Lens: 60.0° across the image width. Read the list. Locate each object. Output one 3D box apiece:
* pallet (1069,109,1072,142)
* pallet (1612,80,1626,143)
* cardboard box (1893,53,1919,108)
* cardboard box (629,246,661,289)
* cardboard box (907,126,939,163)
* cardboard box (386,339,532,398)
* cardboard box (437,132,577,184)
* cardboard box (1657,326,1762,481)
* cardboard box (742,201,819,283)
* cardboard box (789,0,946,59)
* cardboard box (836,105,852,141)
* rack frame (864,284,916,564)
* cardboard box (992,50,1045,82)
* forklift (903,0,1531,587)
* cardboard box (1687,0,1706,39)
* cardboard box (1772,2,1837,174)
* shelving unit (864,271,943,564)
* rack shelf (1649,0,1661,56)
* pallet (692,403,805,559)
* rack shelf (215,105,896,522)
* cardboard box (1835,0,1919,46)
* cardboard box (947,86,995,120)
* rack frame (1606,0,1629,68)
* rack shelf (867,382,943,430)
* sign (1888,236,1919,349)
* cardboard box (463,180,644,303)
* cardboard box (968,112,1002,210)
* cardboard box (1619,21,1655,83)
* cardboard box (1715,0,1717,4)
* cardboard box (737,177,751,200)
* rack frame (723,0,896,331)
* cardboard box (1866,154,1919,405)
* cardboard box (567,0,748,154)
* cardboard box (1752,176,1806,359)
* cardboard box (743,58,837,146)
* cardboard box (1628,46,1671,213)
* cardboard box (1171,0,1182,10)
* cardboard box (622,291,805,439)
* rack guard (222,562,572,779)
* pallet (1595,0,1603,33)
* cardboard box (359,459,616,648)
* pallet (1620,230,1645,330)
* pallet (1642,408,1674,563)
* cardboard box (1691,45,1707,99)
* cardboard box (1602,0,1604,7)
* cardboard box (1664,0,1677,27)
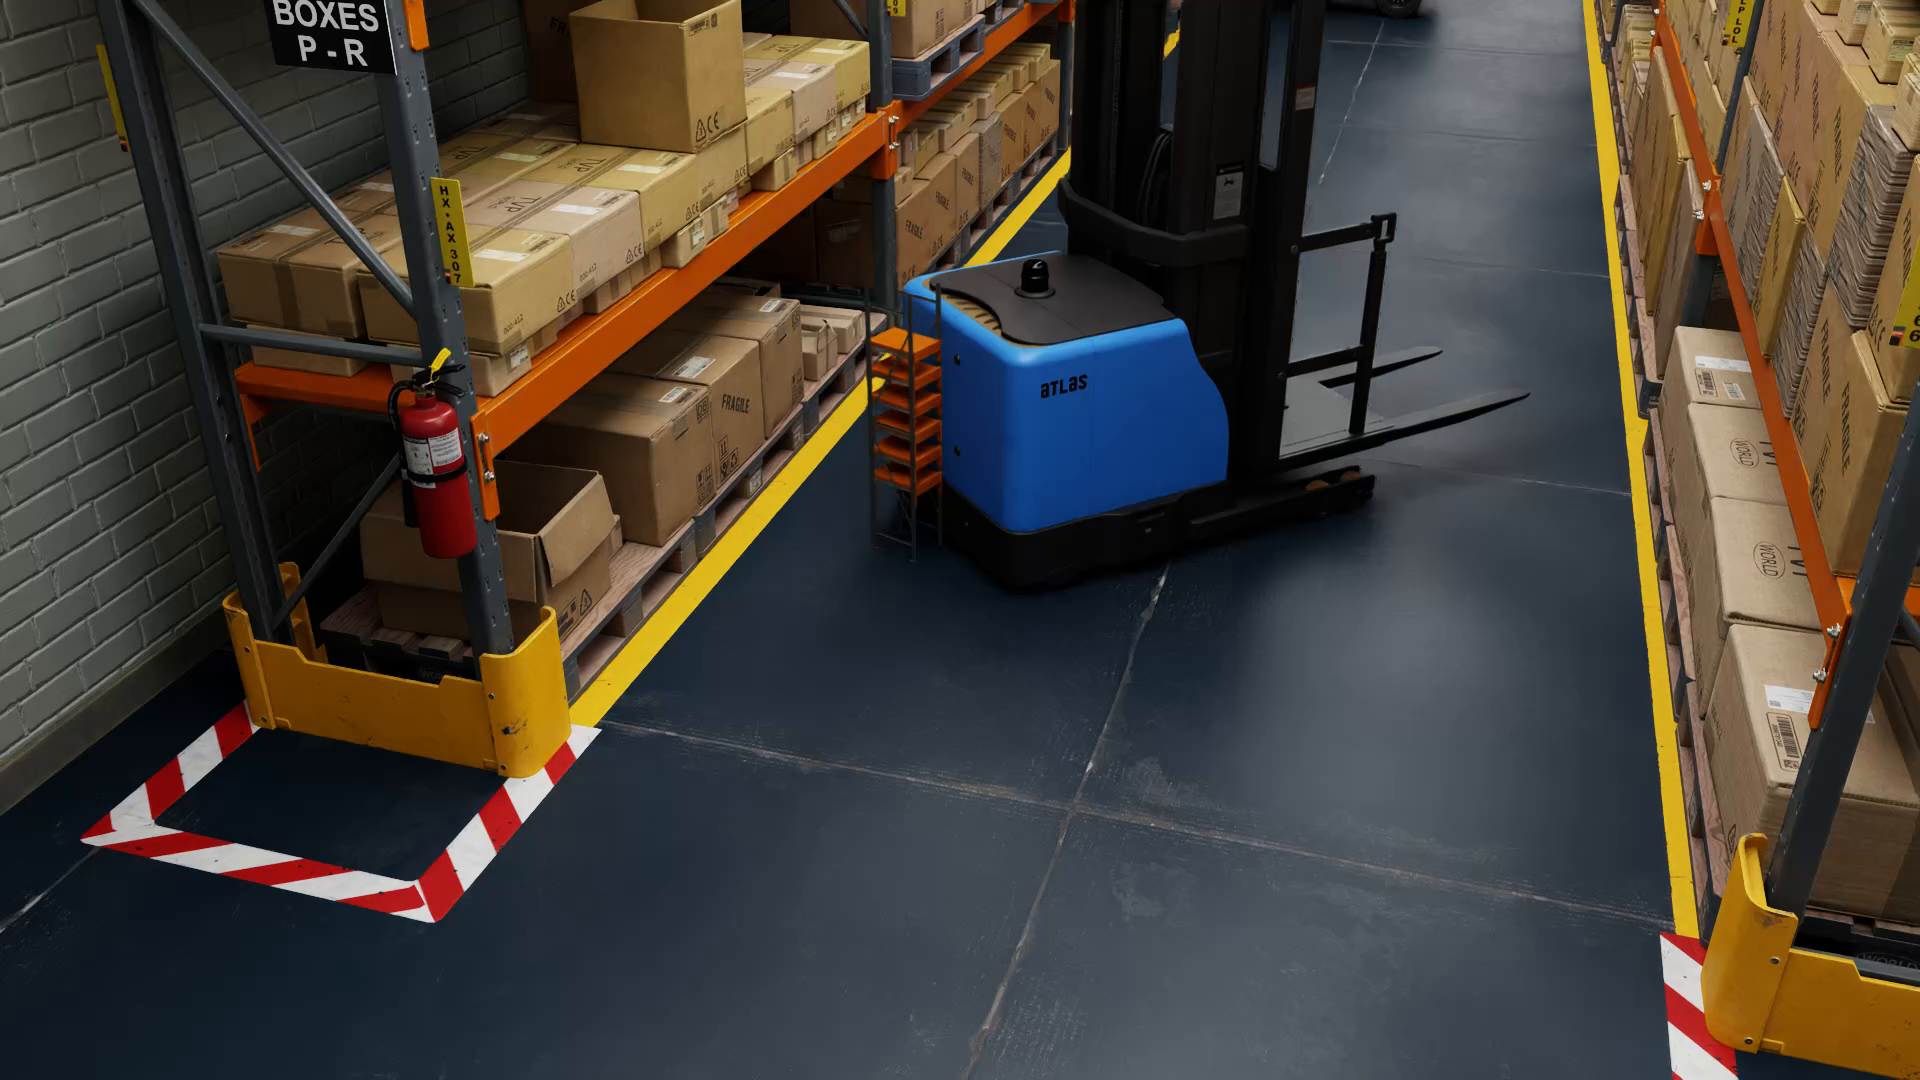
[{"bbox_3d":[0.611,-3.480,13.288,1.003,0.211,1.213,8,30,15],"label":"pallet"},{"bbox_3d":[5.669,-3.324,13.008,1.003,0.211,1.213,8,30,15],"label":"pallet"},{"bbox_3d":[2.804,-1.221,4.560,0.380,0.149,0.250,9,30,16],"label":"cardboard box"},{"bbox_3d":[-1.378,-1.092,6.386,0.380,0.149,0.250,9,30,16],"label":"cardboard box"},{"bbox_3d":[-0.343,-2.356,9.871,0.380,0.149,0.250,8,30,14],"label":"cardboard box"},{"bbox_3d":[-1.658,-0.607,5.514,0.380,0.149,0.250,8,30,14],"label":"cardboard box"},{"bbox_3d":[-1.833,-1.388,6.508,0.500,0.250,0.500,9,30,16],"label":"cardboard box"},{"bbox_3d":[3.617,-0.543,7.344,0.875,0.438,0.875,8,30,14],"label":"cardboard box"},{"bbox_3d":[-0.981,-1.824,9.582,0.500,0.500,0.500,8,30,15],"label":"cardboard box"},{"bbox_3d":[-0.487,-2.882,8.811,0.700,0.500,0.500,9,30,16],"label":"cardboard box"},{"bbox_3d":[-0.750,-2.044,8.097,0.380,0.149,0.250,9,30,16],"label":"cardboard box"},{"bbox_3d":[-0.283,-0.459,6.841,0.240,1.200,0.006,20,35,32],"label":"rack frame"},{"bbox_3d":[0.378,-3.299,11.567,0.380,0.149,0.250,7,30,12],"label":"cardboard box"},{"bbox_3d":[1.285,-1.590,7.093,3.031,2.935,1.130,-15,32,-25],"label":"forklift"},{"bbox_3d":[4.221,-2.864,8.952,0.500,0.250,0.500,9,30,16],"label":"cardboard box"},{"bbox_3d":[3.217,-1.579,5.872,0.500,0.500,0.500,9,30,16],"label":"cardboard box"},{"bbox_3d":[-0.228,-0.495,6.905,0.258,1.200,0.189,20,35,32],"label":"shelving unit"},{"bbox_3d":[5.665,-4.230,12.508,1.077,0.370,4.000,8,30,15],"label":"rack shelf"},{"bbox_3d":[-1.401,-0.356,7.673,1.003,0.211,1.213,8,30,15],"label":"pallet"},{"bbox_3d":[-1.429,-1.218,7.095,1.077,0.370,4.000,8,30,15],"label":"rack shelf"},{"bbox_3d":[3.098,-1.705,5.431,0.380,0.149,0.250,9,30,15],"label":"cardboard box"},{"bbox_3d":[0.013,-2.818,10.702,0.380,0.149,0.250,7,30,12],"label":"cardboard box"},{"bbox_3d":[6.252,-5.474,14.004,1.000,3.000,0.127,8,30,15],"label":"rack frame"},{"bbox_3d":[-0.228,-0.561,6.868,0.258,0.103,0.180,20,35,32],"label":"rack shelf"},{"bbox_3d":[2.215,-0.590,3.791,0.100,0.325,0.005,8,30,15],"label":"sign"},{"bbox_3d":[-1.478,-1.075,5.944,0.500,0.250,0.500,9,30,15],"label":"cardboard box"},{"bbox_3d":[-0.029,-2.466,10.737,0.500,0.500,0.500,7,30,13],"label":"cardboard box"},{"bbox_3d":[5.893,-3.930,13.500,0.950,0.372,0.625,10,31,18],"label":"cardboard box"},{"bbox_3d":[4.107,-2.954,8.343,0.500,0.500,0.500,9,30,16],"label":"cardboard box"},{"bbox_3d":[-1.137,-1.575,7.254,0.380,0.149,0.250,9,30,16],"label":"cardboard box"},{"bbox_3d":[-0.842,-2.462,8.591,1.000,3.000,0.127,8,30,15],"label":"rack frame"},{"bbox_3d":[2.644,-0.635,4.175,0.500,0.500,0.500,9,30,17],"label":"cardboard box"},{"bbox_3d":[-1.186,-1.865,6.594,0.500,0.500,0.500,9,30,16],"label":"cardboard box"},{"bbox_3d":[3.061,-0.916,5.708,0.500,0.500,0.500,9,30,16],"label":"cardboard box"},{"bbox_3d":[-0.892,-2.020,7.644,0.500,0.250,0.500,9,30,15],"label":"cardboard box"},{"bbox_3d":[4.796,-2.560,10.521,0.875,0.875,0.875,8,30,14],"label":"cardboard box"},{"bbox_3d":[1.964,-5.340,16.159,0.500,0.250,0.500,9,30,15],"label":"cardboard box"},{"bbox_3d":[-1.154,-0.839,7.813,0.700,0.500,0.500,7,30,13],"label":"cardboard box"},{"bbox_3d":[-1.994,0.454,5.920,1.175,0.500,0.348,8,30,15],"label":"rack guard"},{"bbox_3d":[6.772,-5.141,16.274,1.003,0.211,1.213,8,30,15],"label":"pallet"},{"bbox_3d":[-1.746,0.033,6.241,0.797,0.503,0.637,7,30,13],"label":"cardboard box"},{"bbox_3d":[4.414,-1.475,9.685,1.003,0.211,1.213,8,30,15],"label":"pallet"},{"bbox_3d":[3.606,-0.195,7.383,1.003,0.211,1.213,8,30,15],"label":"pallet"},{"bbox_3d":[4.111,-2.403,8.638,0.500,0.250,0.500,8,30,14],"label":"cardboard box"},{"bbox_3d":[6.469,-5.253,16.004,0.500,0.250,0.500,9,30,16],"label":"cardboard box"},{"bbox_3d":[4.694,-3.358,10.354,0.500,0.250,0.500,8,30,14],"label":"cardboard box"}]
